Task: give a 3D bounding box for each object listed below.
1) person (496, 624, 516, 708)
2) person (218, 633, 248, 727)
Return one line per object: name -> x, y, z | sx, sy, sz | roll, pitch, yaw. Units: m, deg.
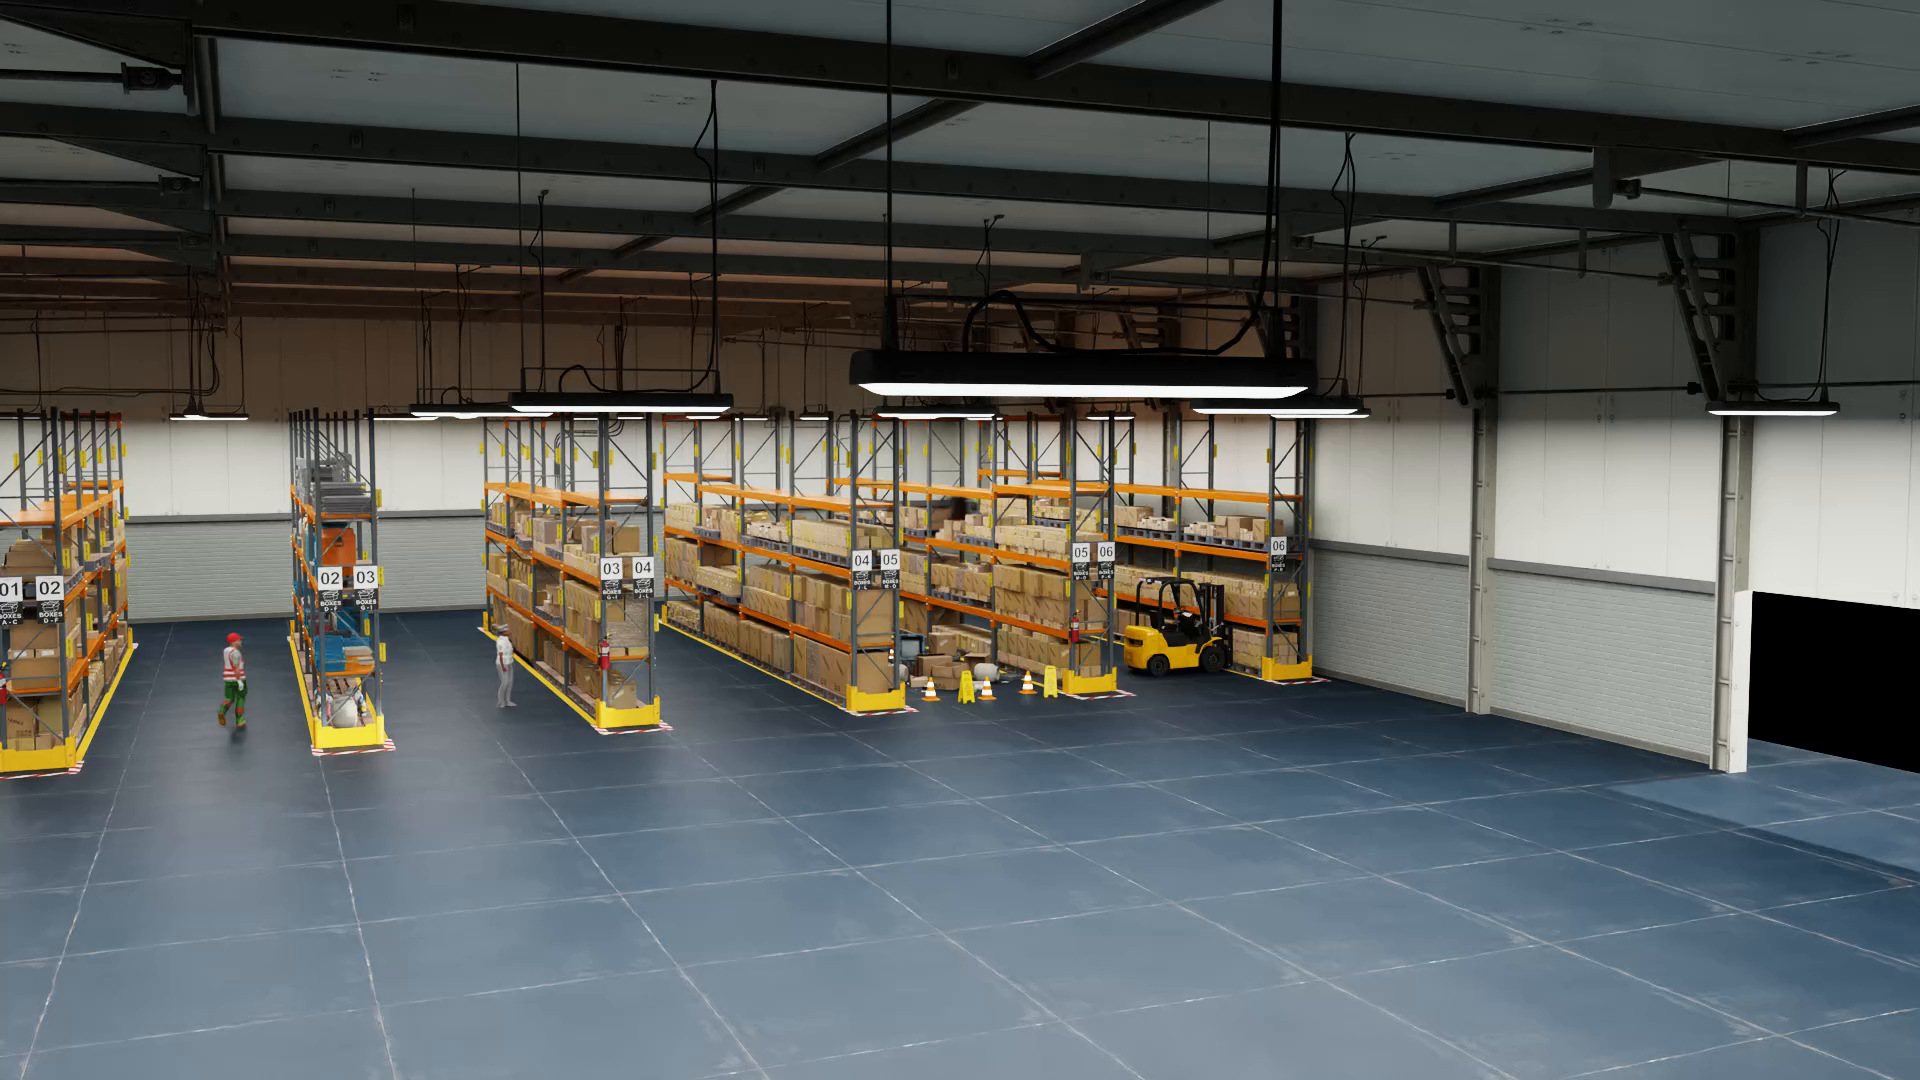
person -> -9.210, 2.570, 33.700 | 0.364, 1.762, 0.538 | 1, 4, 10
person -> -13.679, 2.637, 31.235 | 0.493, 1.780, 0.725 | 1, 4, 10
